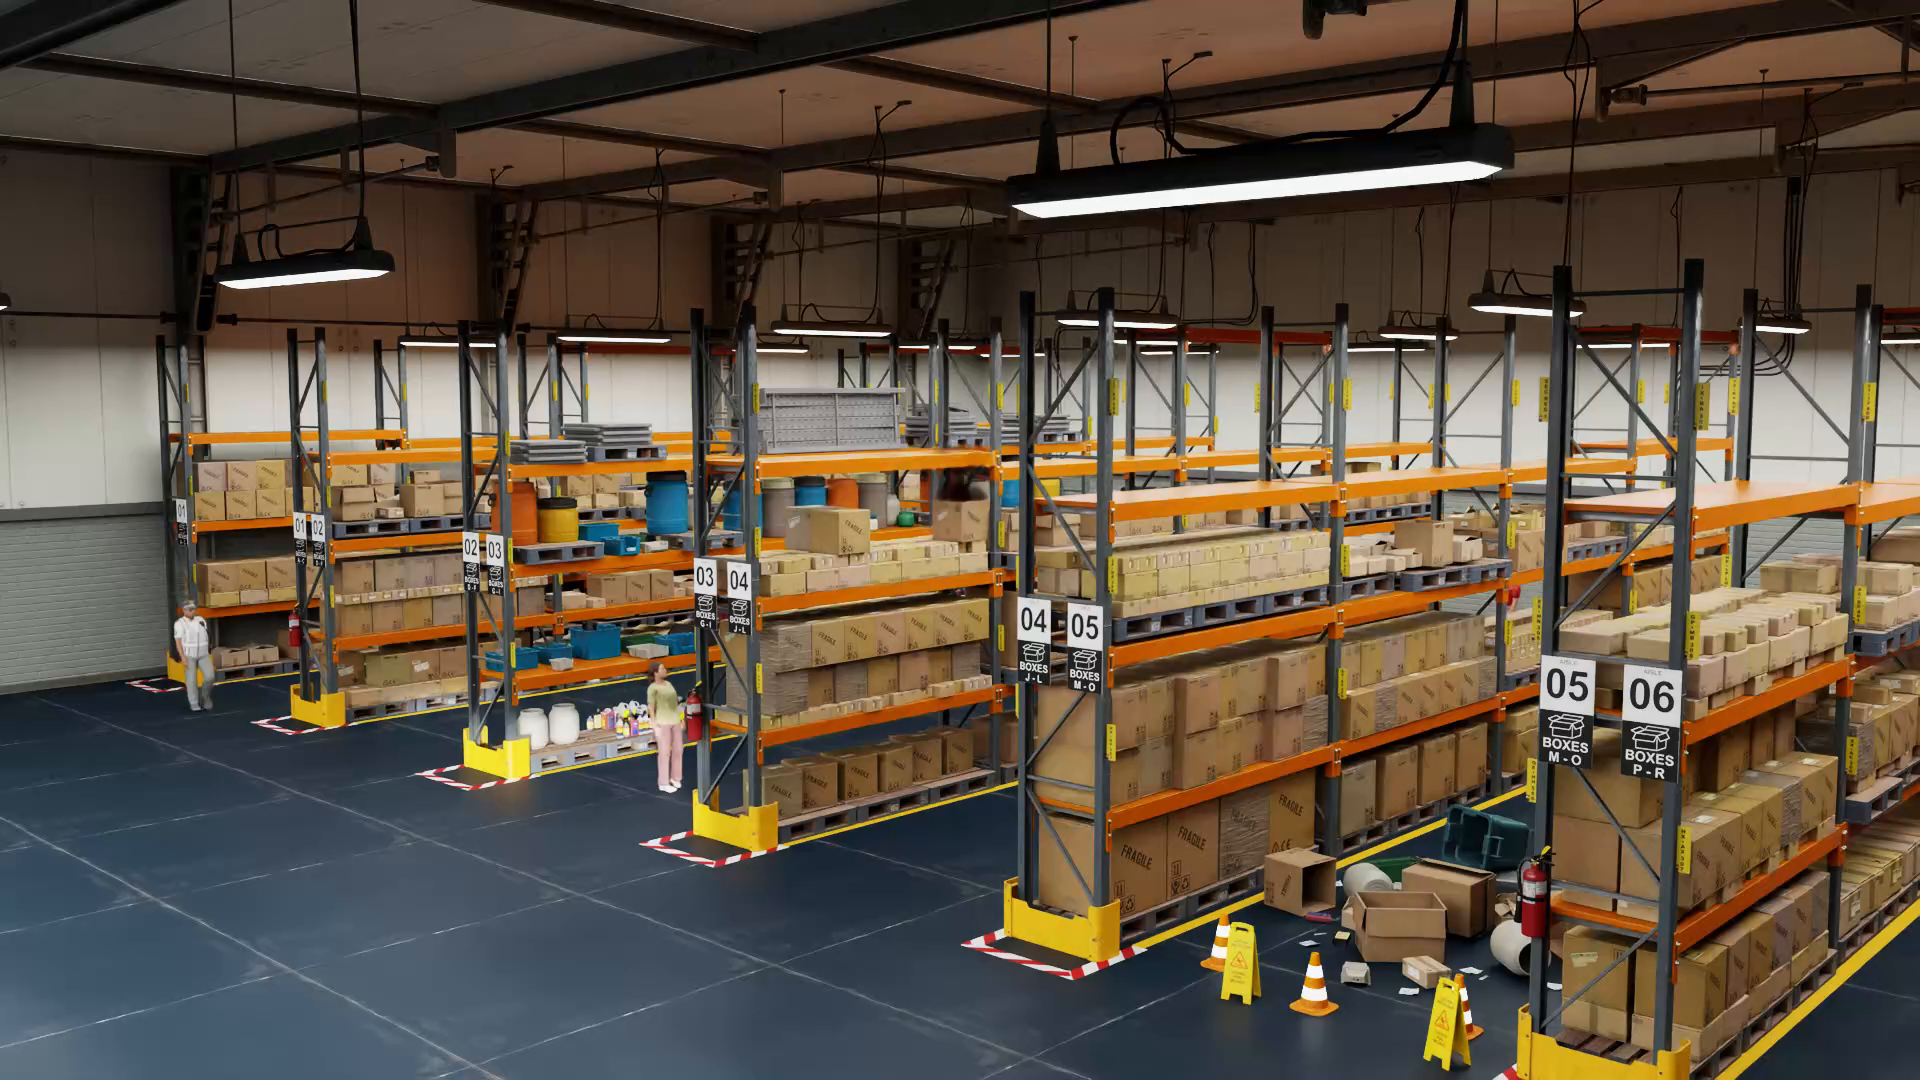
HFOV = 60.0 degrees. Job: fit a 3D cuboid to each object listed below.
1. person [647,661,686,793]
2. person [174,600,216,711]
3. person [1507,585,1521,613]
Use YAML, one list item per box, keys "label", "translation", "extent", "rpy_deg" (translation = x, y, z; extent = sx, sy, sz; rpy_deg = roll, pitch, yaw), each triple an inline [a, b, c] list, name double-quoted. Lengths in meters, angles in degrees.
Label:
- label: "person"
  translation: [-3.724, 2.382, 21.200]
  extent: [0.487, 1.703, 0.522]
  rpy_deg: [5, 7, 43]
- label: "person"
  translation: [-12.045, 1.823, 26.144]
  extent: [0.556, 1.775, 0.488]
  rpy_deg: [-4, 7, -36]
- label: "person"
  translation: [10.140, 1.390, 31.198]
  extent: [0.838, 1.712, 0.573]
  rpy_deg: [1, 6, 14]
